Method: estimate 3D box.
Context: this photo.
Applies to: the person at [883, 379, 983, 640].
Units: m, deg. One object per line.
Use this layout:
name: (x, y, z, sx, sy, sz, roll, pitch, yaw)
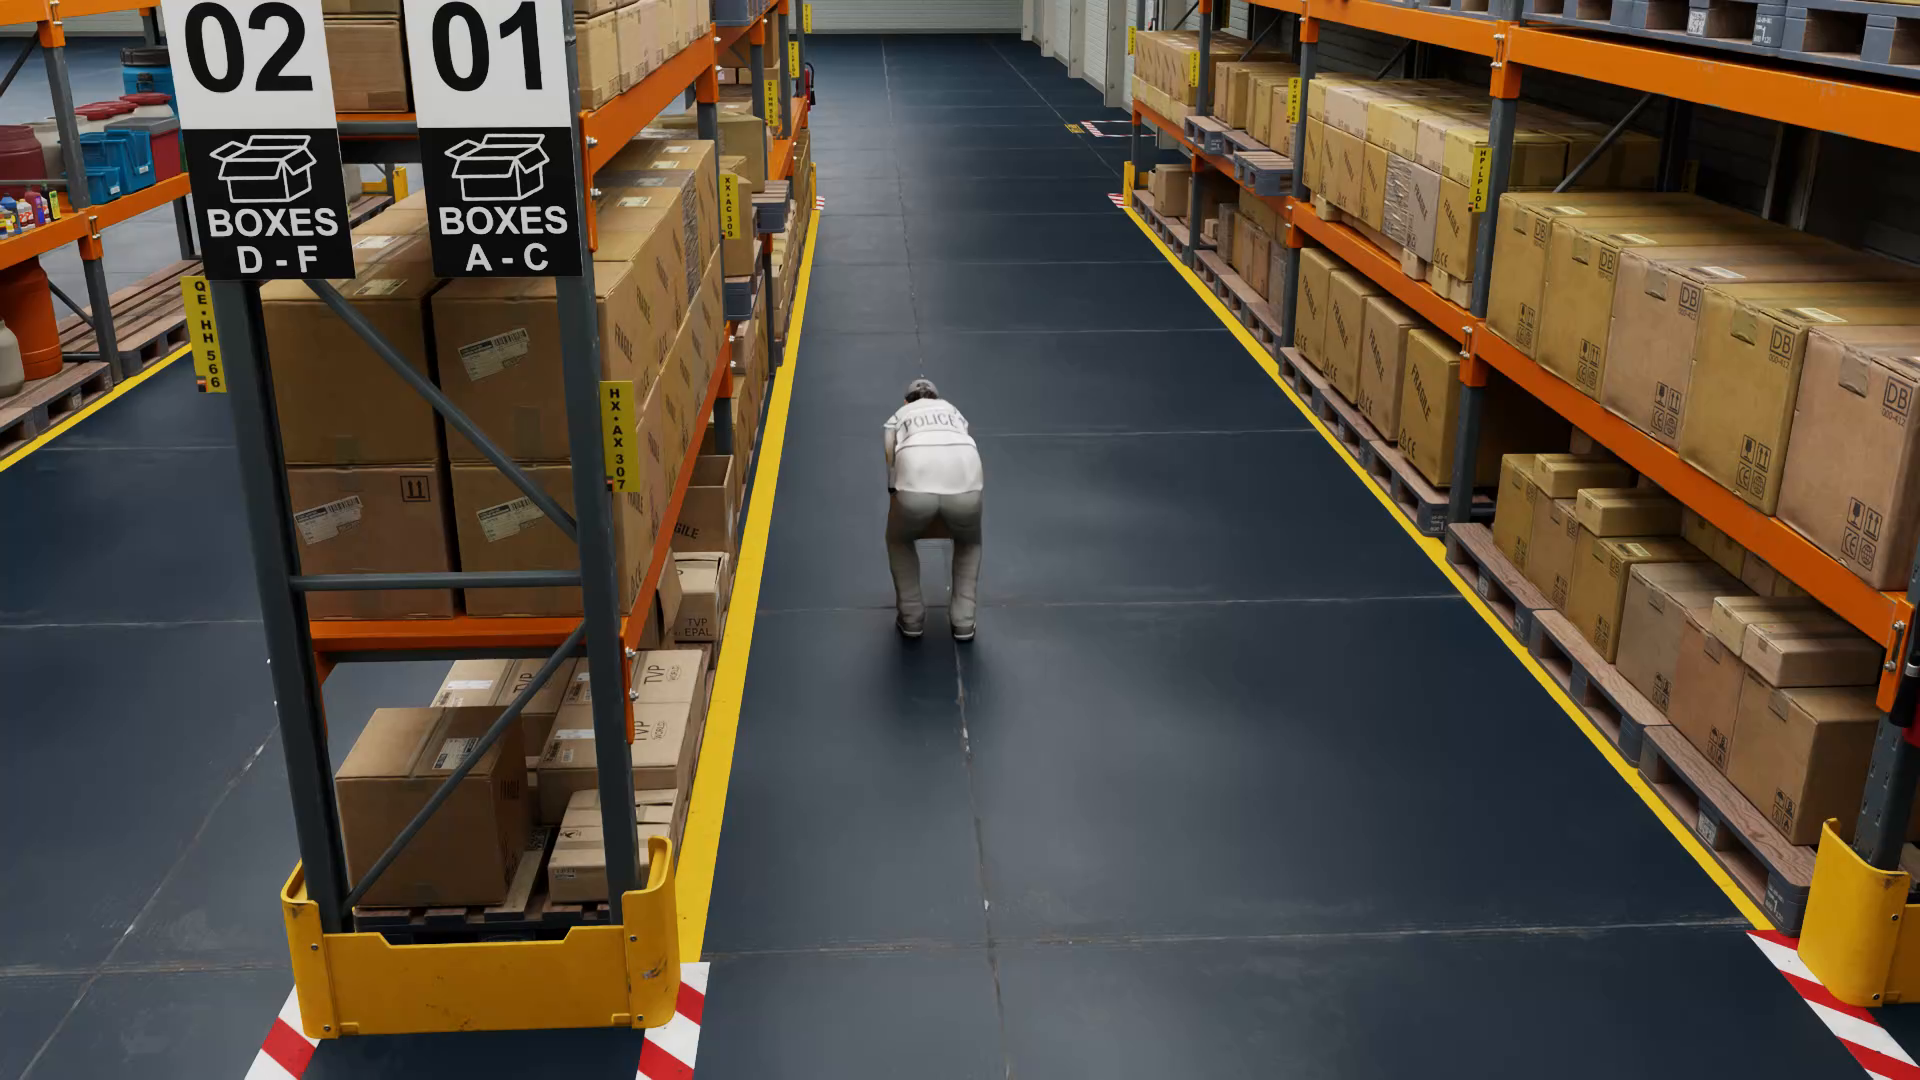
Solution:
person: (-0.135, -0.141, 8.188, 0.479, 1.153, 0.921, -2, 21, -6)
